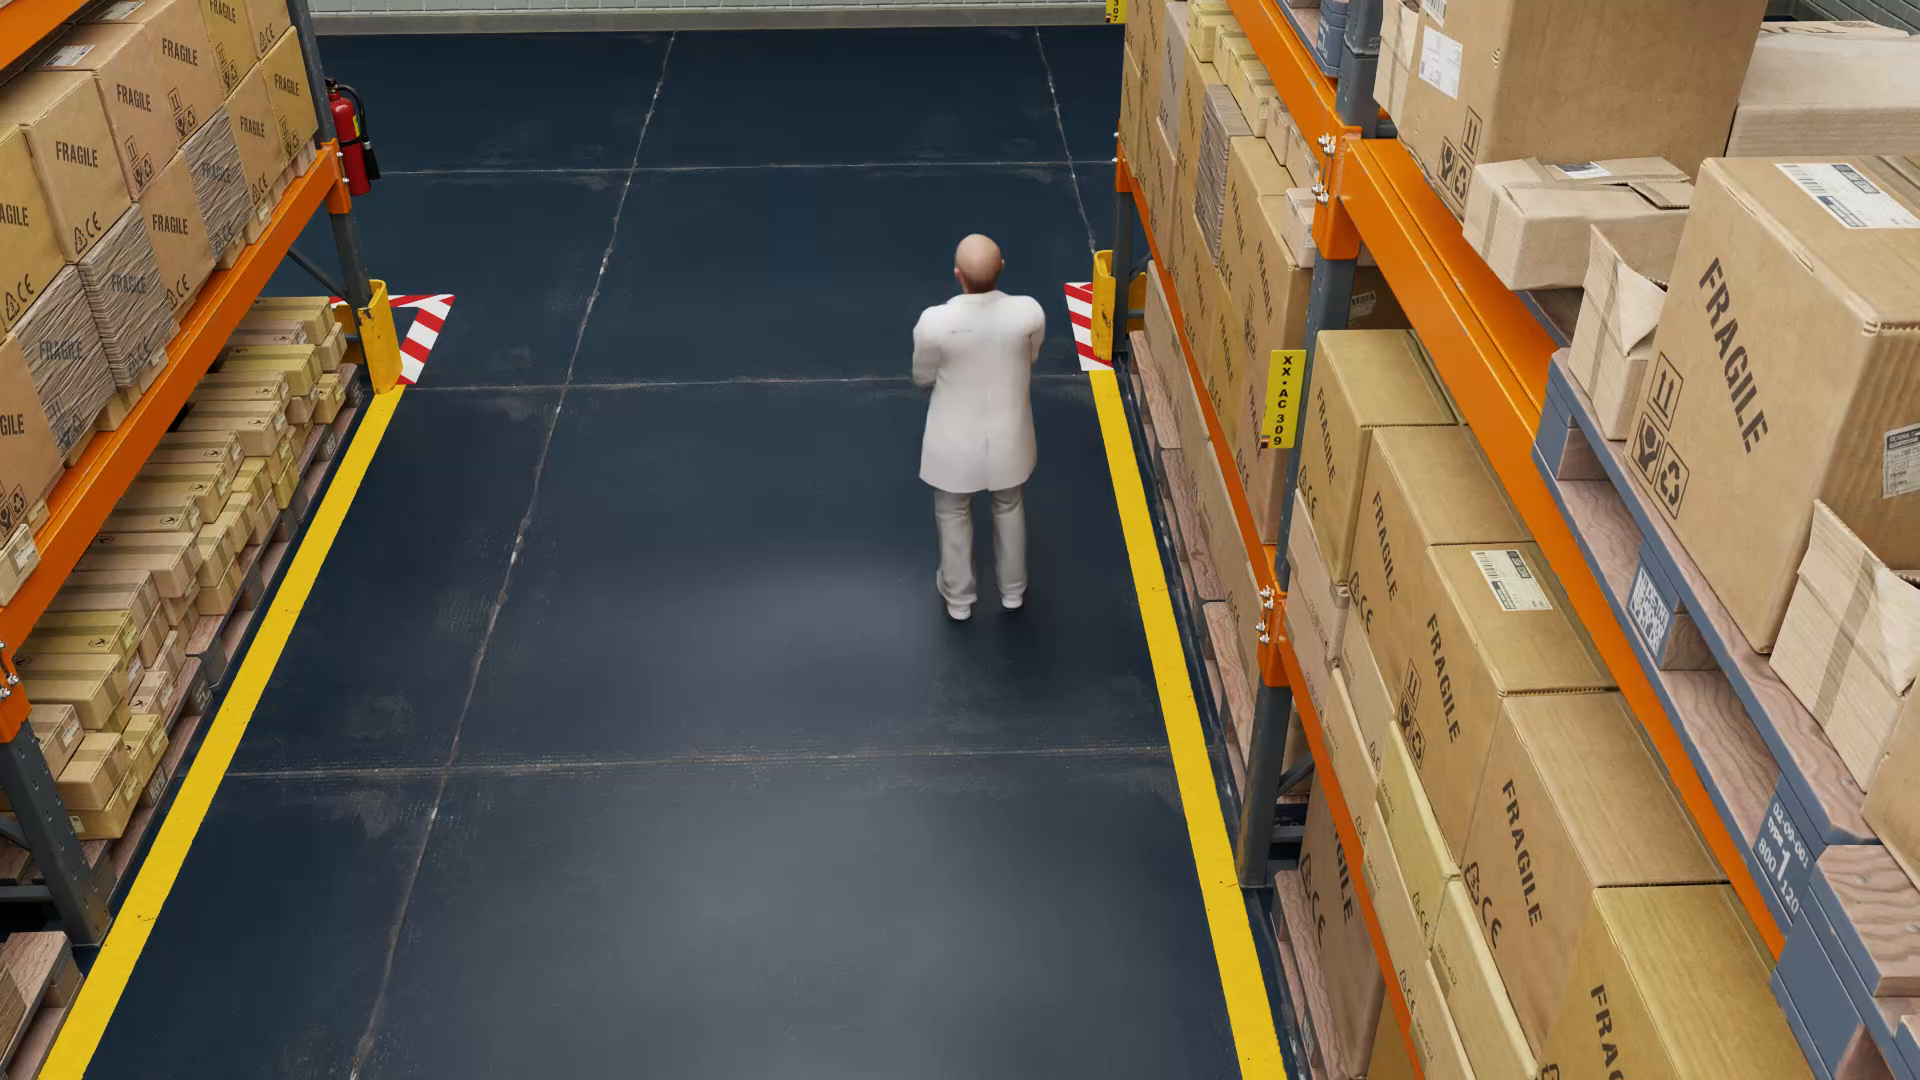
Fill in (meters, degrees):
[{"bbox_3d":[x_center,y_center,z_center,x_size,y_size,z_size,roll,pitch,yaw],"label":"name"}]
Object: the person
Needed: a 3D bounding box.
[{"bbox_3d":[0.052,-0.501,6.876,0.542,1.779,0.550,-7,35,-11],"label":"person"}]
